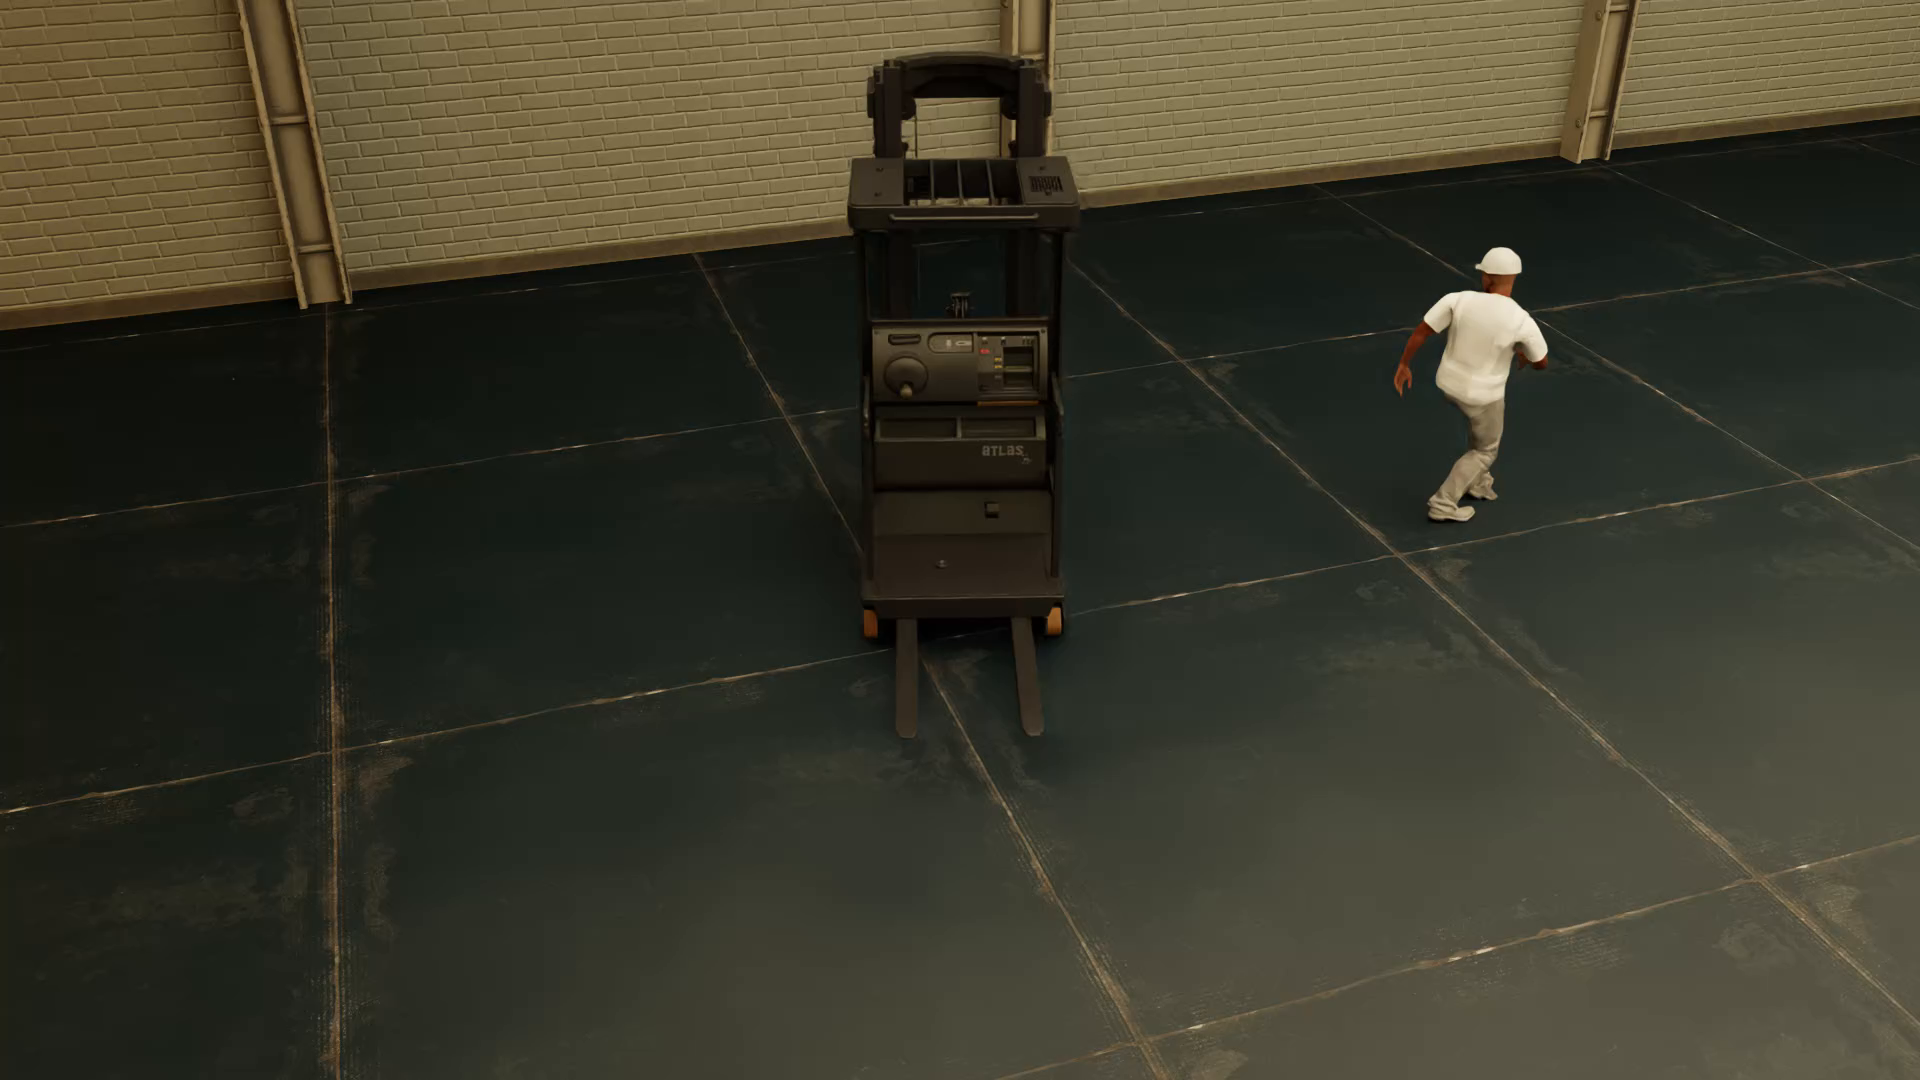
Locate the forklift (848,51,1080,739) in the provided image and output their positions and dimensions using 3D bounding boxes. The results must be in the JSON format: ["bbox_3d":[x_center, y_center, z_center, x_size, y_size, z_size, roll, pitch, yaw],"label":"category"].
[{"bbox_3d":[0.008,-0.892,8.637,1.130,2.935,3.031,-1,30,-1],"label":"forklift"}]

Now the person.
[{"bbox_3d":[3.088,-0.889,9.925,0.866,1.760,0.628,-17,34,-26],"label":"person"}]
